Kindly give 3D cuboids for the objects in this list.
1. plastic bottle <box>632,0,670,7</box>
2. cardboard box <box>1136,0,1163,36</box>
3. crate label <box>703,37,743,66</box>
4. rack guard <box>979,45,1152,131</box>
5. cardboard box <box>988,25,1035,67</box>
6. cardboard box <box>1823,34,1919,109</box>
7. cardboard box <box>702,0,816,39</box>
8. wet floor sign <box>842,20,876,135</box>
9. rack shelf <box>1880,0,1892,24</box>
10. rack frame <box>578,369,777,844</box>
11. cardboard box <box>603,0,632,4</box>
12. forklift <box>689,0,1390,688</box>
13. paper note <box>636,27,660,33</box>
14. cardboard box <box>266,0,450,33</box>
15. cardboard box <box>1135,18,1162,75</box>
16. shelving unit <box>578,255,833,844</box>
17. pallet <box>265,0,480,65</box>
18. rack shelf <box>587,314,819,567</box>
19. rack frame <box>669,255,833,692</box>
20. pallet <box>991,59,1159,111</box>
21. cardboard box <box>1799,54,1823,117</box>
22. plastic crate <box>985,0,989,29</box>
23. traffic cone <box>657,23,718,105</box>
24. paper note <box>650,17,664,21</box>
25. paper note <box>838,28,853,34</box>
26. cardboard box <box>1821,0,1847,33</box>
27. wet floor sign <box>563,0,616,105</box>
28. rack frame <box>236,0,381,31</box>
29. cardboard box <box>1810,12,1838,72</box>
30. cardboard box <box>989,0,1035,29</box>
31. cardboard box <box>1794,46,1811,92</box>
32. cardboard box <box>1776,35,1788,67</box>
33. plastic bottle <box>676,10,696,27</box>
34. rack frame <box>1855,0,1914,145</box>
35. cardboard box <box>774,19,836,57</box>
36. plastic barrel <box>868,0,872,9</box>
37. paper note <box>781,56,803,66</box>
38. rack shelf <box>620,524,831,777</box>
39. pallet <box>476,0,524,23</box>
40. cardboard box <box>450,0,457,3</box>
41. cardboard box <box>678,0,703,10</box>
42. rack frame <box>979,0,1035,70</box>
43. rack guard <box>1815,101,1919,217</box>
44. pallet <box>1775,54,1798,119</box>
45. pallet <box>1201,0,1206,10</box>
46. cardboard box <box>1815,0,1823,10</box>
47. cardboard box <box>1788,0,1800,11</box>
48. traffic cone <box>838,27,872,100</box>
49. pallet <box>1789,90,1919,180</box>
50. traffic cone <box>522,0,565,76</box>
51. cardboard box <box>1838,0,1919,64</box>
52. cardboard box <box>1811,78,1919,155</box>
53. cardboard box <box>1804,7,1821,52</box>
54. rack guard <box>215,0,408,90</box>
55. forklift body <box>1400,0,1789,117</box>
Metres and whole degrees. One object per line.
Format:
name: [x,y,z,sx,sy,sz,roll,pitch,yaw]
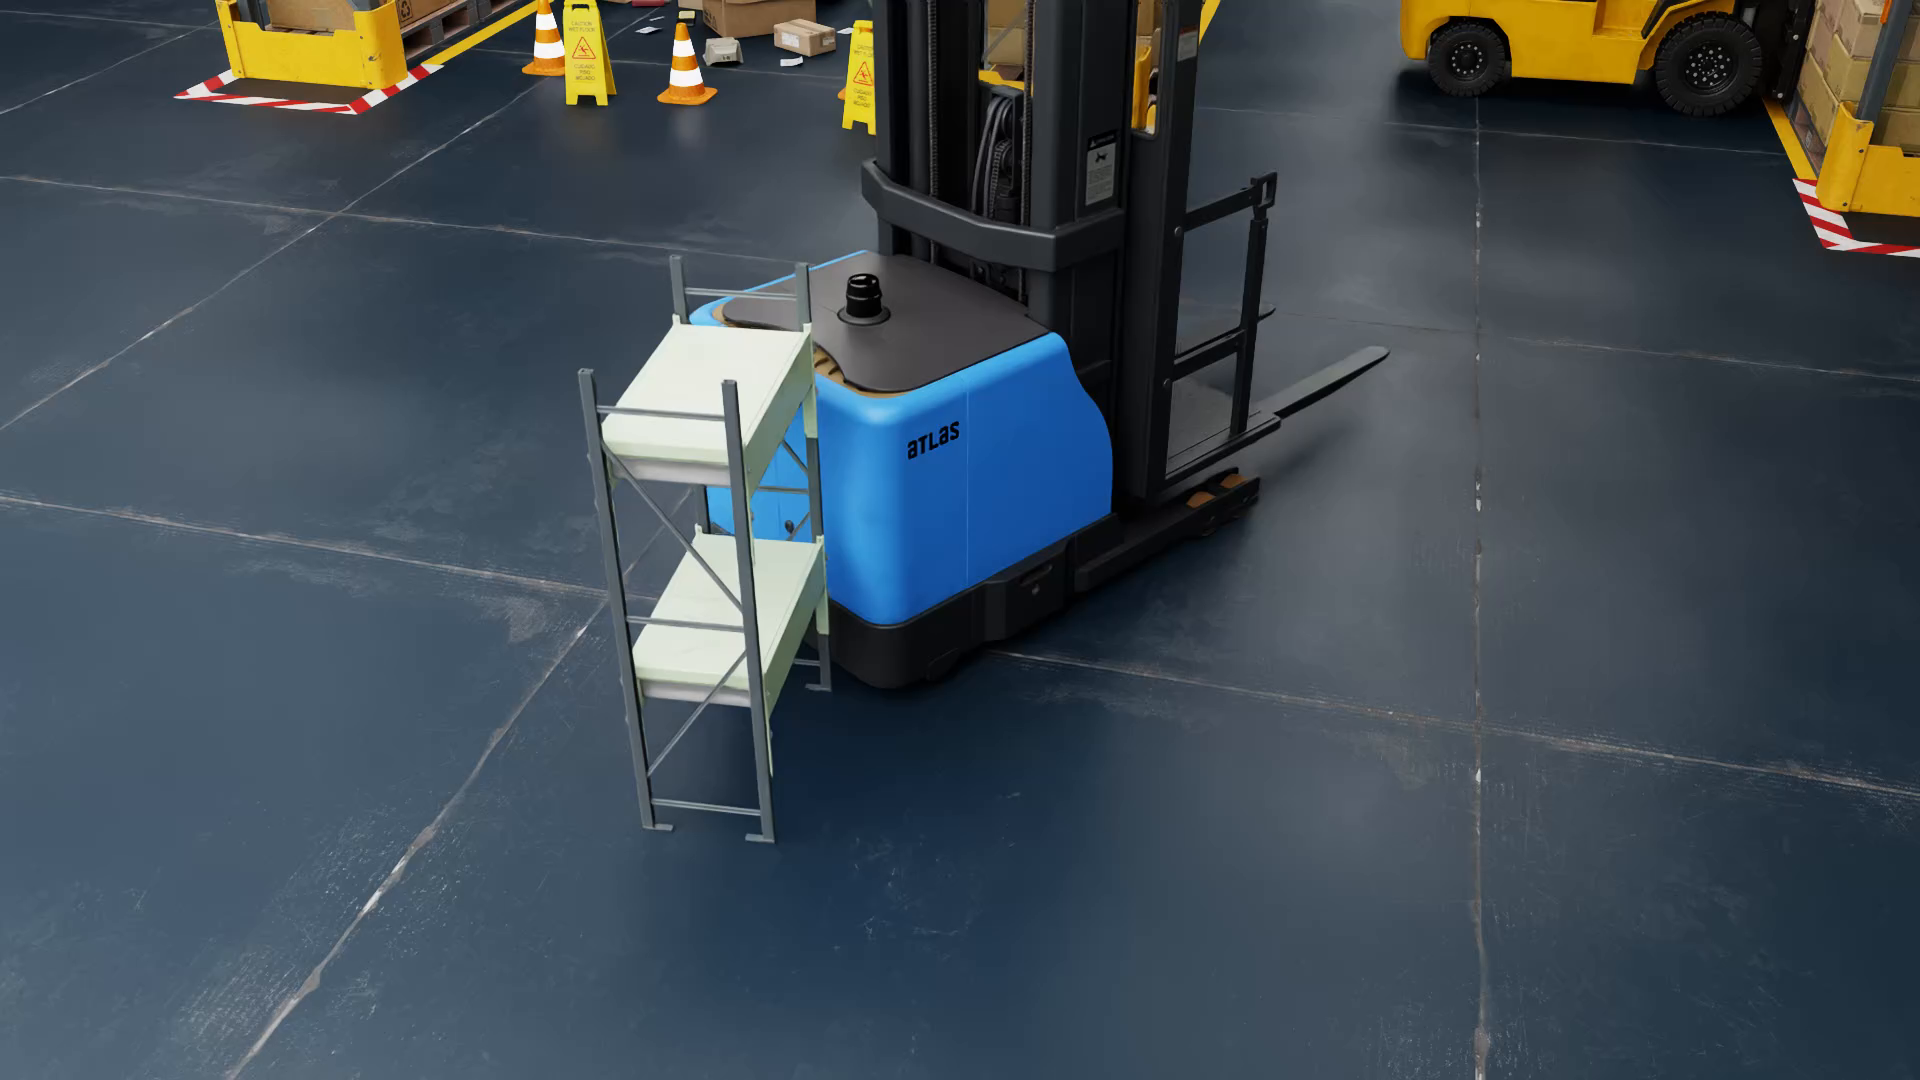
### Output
plastic bottle: [-2.345,-4.097,12.637,0.283,0.061,0.133,-3,33,-4]
cardboard box: [1.012,-3.494,10.423,0.500,0.500,0.500,7,33,11]
crate label: [-1.625,-3.350,11.391,0.250,0.136,0.298,-8,33,-13]
rack guard: [0.553,-2.752,10.114,1.175,0.500,0.348,8,33,12]
cardboard box: [0.485,-3.253,10.743,0.500,0.250,0.500,8,33,12]
cardboard box: [5.157,-2.617,9.276,0.500,0.250,0.500,8,33,12]
cardboard box: [-1.469,-3.970,12.027,0.797,0.503,0.637,-14,35,-21]
wet floor sign: [-0.549,-2.821,10.087,0.267,0.644,0.232,20,38,29]
rack shelf: [5.844,-3.828,10.146,1.077,0.370,4.000,8,33,12]
rack frame: [-0.740,0.231,4.486,0.400,1.500,0.023,5,33,8]
cardboard box: [-2.666,-4.466,12.807,0.500,0.500,0.500,14,35,21]
forklift: [0.509,-1.434,5.774,3.031,2.935,1.130,-27,41,-35]
paper note: [-2.250,-3.697,12.038,0.144,0.017,0.142,20,38,29]
cardboard box: [-4.171,-4.031,11.384,0.875,0.875,0.875,8,33,13]
cardboard box: [1.006,-3.166,10.605,0.500,0.250,0.500,8,33,12]
shelving unit: [-0.681,0.037,4.791,0.431,1.500,0.755,5,33,8]
pallet: [-4.152,-3.638,11.776,1.003,0.211,1.213,8,33,12]
rack shelf: [-0.683,-0.292,4.582,0.431,0.370,0.720,5,33,8]
rack frame: [-0.622,-0.157,5.096,0.400,1.500,0.023,5,33,8]
pallet: [0.794,-3.047,10.847,1.003,0.211,1.213,8,33,12]
cardboard box: [5.285,-2.654,9.801,0.500,0.250,0.500,8,33,12]
plastic crate: [0.358,-3.908,12.323,0.402,0.080,0.583,-3,33,-4]
traffic cone: [-1.764,-3.071,10.649,0.336,0.463,0.334,8,33,12]
paper note: [-2.245,-3.863,12.316,0.032,0.001,0.123,28,42,36]
paper note: [-0.791,-3.692,12.040,0.148,0.019,0.142,20,38,29]
cardboard box: [5.275,-3.080,9.538,0.500,0.250,0.500,9,33,13]
wet floor sign: [-2.372,-3.111,10.542,0.267,0.644,0.232,3,33,4]
rack frame: [-4.279,-4.389,10.358,1.000,3.000,0.127,8,33,12]
cardboard box: [5.295,-2.876,9.683,0.500,0.250,0.500,8,33,12]
cardboard box: [0.485,-3.552,10.515,0.500,0.500,0.500,8,33,13]
cardboard box: [5.421,-2.913,10.207,0.500,0.250,0.500,8,33,13]
cardboard box: [5.531,-3.185,10.636,0.500,0.250,0.500,9,34,14]
plastic bottle: [-2.013,-3.848,12.245,0.133,0.061,0.283,-3,33,-4]
rack frame: [5.336,-3.094,8.321,1.000,3.000,0.127,8,33,12]
cardboard box: [-1.087,-3.520,11.648,0.380,0.149,0.250,28,42,36]
plastic barrel: [-0.406,-3.959,12.082,0.421,0.421,0.512,-21,38,-29]
paper note: [-1.151,-3.276,11.375,0.148,0.019,0.142,-3,33,-4]
rack shelf: [-0.679,0.312,4.966,0.431,0.370,0.720,5,33,8]
pallet: [-3.841,-4.269,12.769,1.003,0.211,1.213,8,33,12]
cardboard box: [-3.950,-4.488,12.102,0.875,0.875,0.875,8,33,12]
cardboard box: [-1.919,-4.168,12.560,0.396,0.266,0.258,14,35,21]
rack frame: [0.534,-3.768,9.381,1.000,3.000,0.127,8,33,12]
rack guard: [5.330,-2.027,8.972,1.175,0.500,0.348,8,33,12]
pallet: [5.802,-2.951,10.695,1.003,0.211,1.213,8,33,12]
pallet: [1.413,-4.313,12.838,1.003,0.211,1.213,8,33,12]
cardboard box: [5.394,-3.343,9.952,0.500,0.250,0.500,8,33,13]
cardboard box: [5.536,-3.406,10.517,0.500,0.250,0.500,8,33,12]
traffic cone: [-0.604,-3.096,10.689,0.336,0.463,0.334,8,33,12]
pallet: [5.490,-2.320,9.702,1.003,0.211,1.213,8,33,12]
traffic cone: [-2.771,-3.401,11.168,0.336,0.463,0.334,8,33,12]
cardboard box: [5.152,-2.814,9.120,0.500,0.250,0.500,9,34,14]
cardboard box: [5.150,-2.398,9.397,0.500,0.250,0.500,8,33,13]
cardboard box: [5.406,-3.146,10.109,0.500,0.250,0.500,7,33,11]
rack guard: [-4.286,-3.322,11.009,1.175,0.500,0.348,8,33,12]
forklift body: [4.053,-3.968,10.487,2.313,2.155,1.214,8,33,12]
